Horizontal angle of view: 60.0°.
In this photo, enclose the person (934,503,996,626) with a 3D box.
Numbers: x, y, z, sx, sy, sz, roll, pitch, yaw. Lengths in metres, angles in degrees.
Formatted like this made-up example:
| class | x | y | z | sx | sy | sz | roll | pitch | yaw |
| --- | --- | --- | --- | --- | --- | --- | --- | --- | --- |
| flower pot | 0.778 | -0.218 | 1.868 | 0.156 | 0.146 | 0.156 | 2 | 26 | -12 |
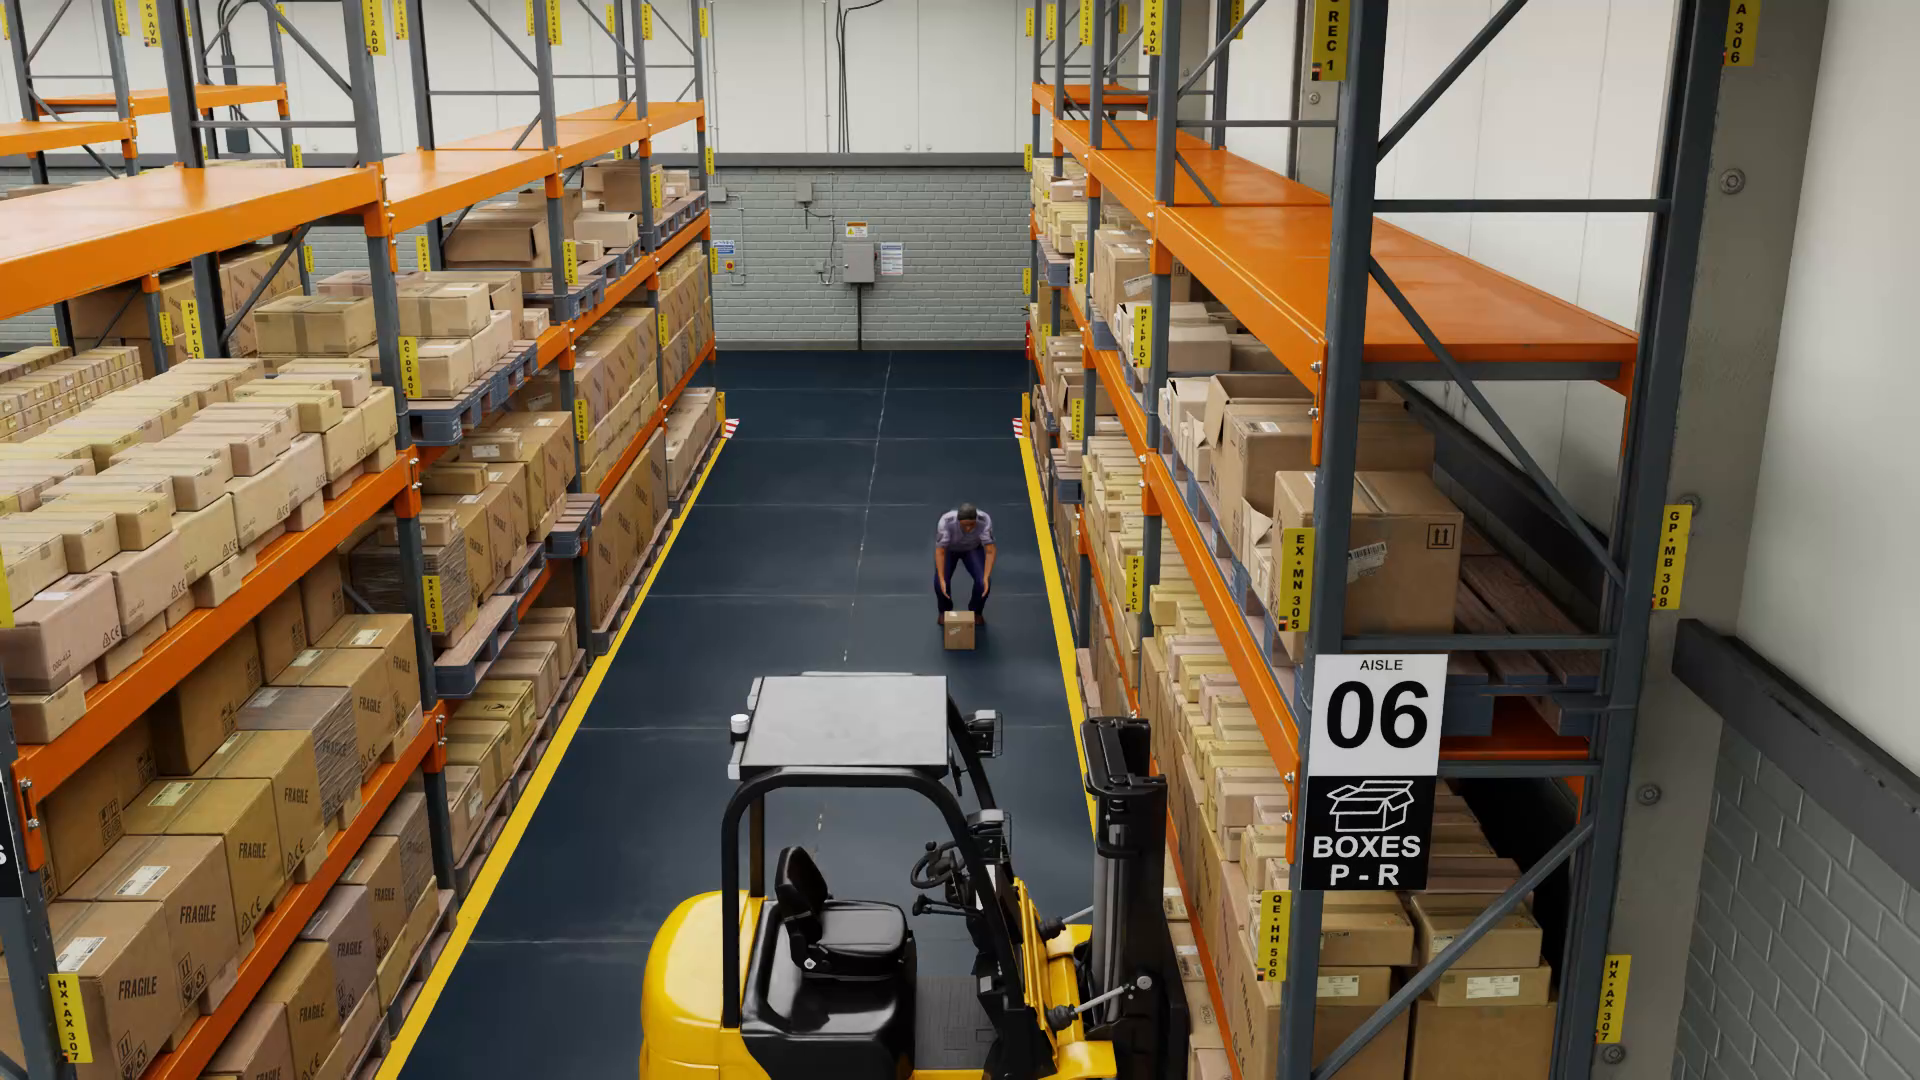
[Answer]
| class | x | y | z | sx | sy | sz | roll | pitch | yaw |
| --- | --- | --- | --- | --- | --- | --- | --- | --- | --- |
| person | 0.040 | 0.168 | 14.350 | 0.537 | 1.169 | 0.752 | 0 | 17 | -1 |
